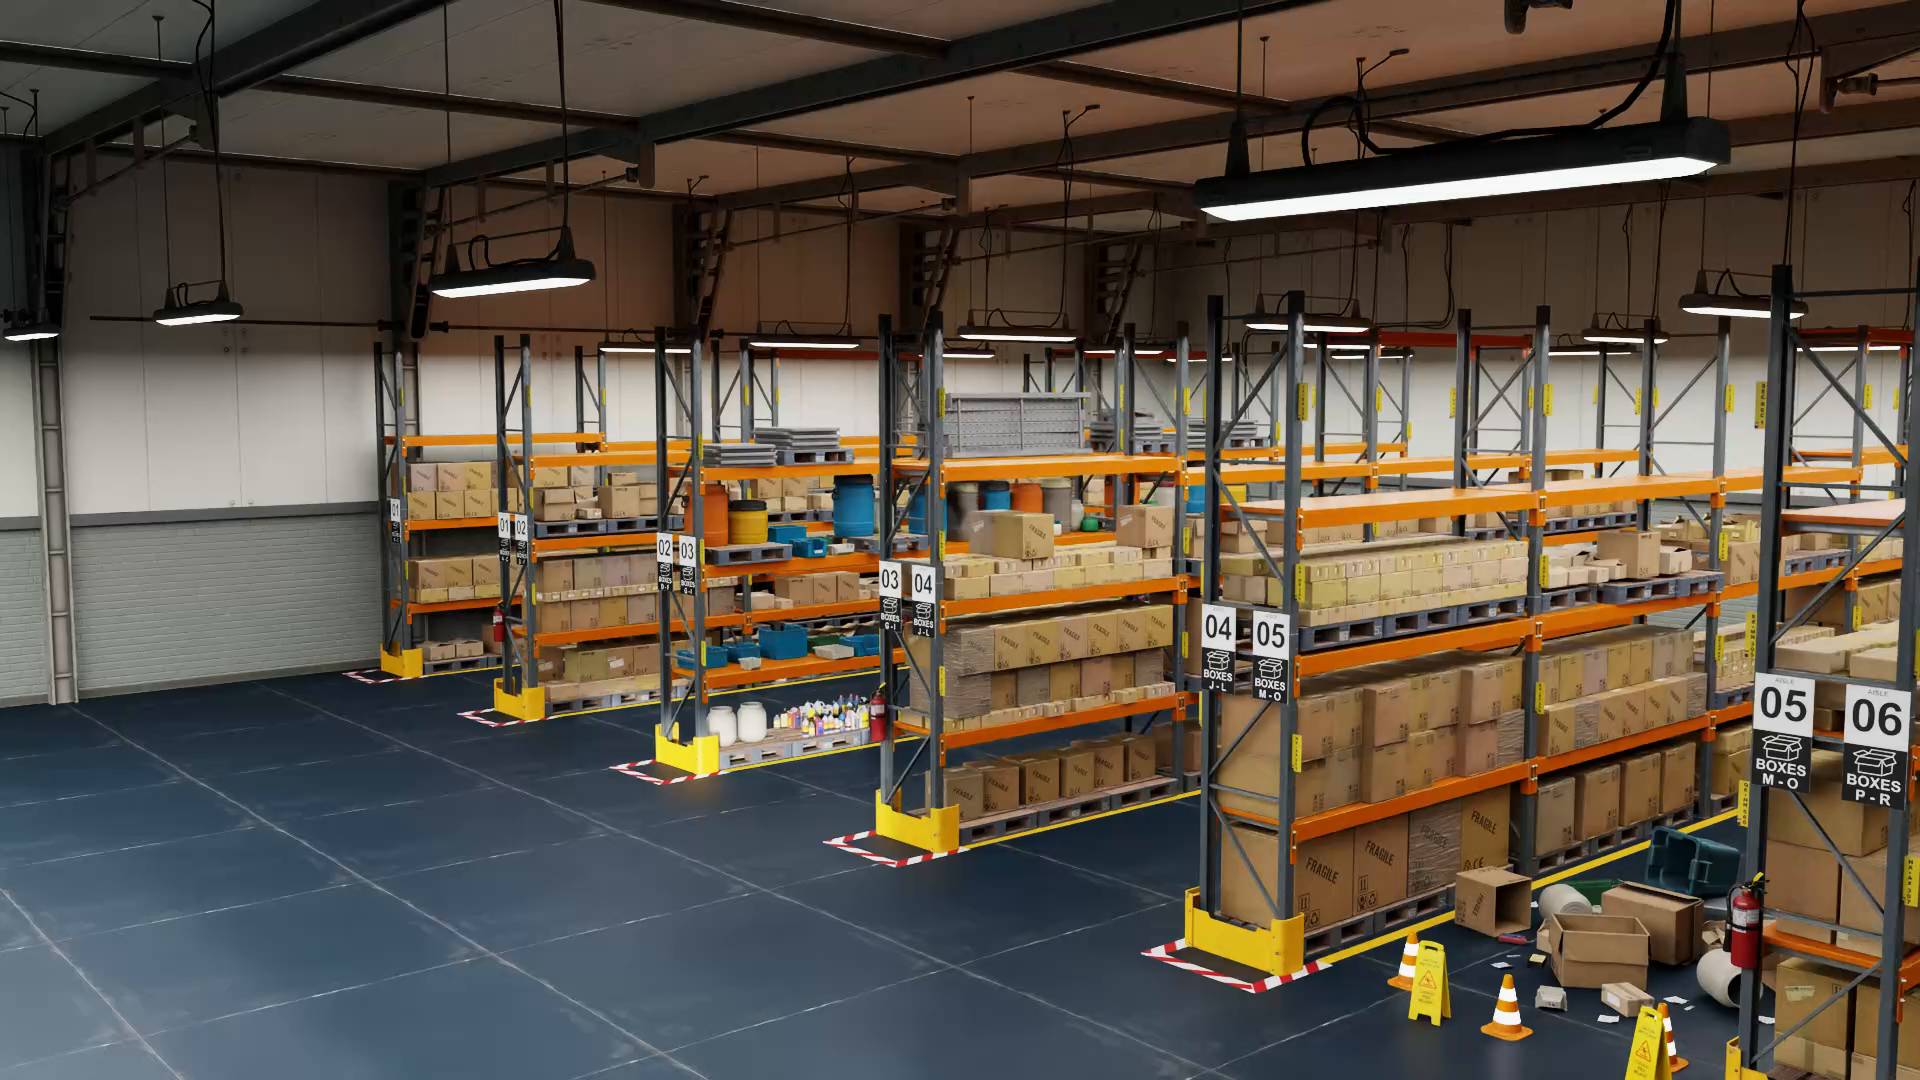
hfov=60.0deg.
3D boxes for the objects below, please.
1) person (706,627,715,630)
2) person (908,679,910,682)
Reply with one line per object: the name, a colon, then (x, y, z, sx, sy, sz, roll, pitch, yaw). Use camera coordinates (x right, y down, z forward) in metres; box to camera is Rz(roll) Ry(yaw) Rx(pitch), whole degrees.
person: (-4.720, 1.533, 30.687, 0.650, 1.696, 0.601, 2, 6, 23)
person: (-0.660, 1.702, 29.289, 0.394, 1.535, 0.847, 4, 7, 40)
